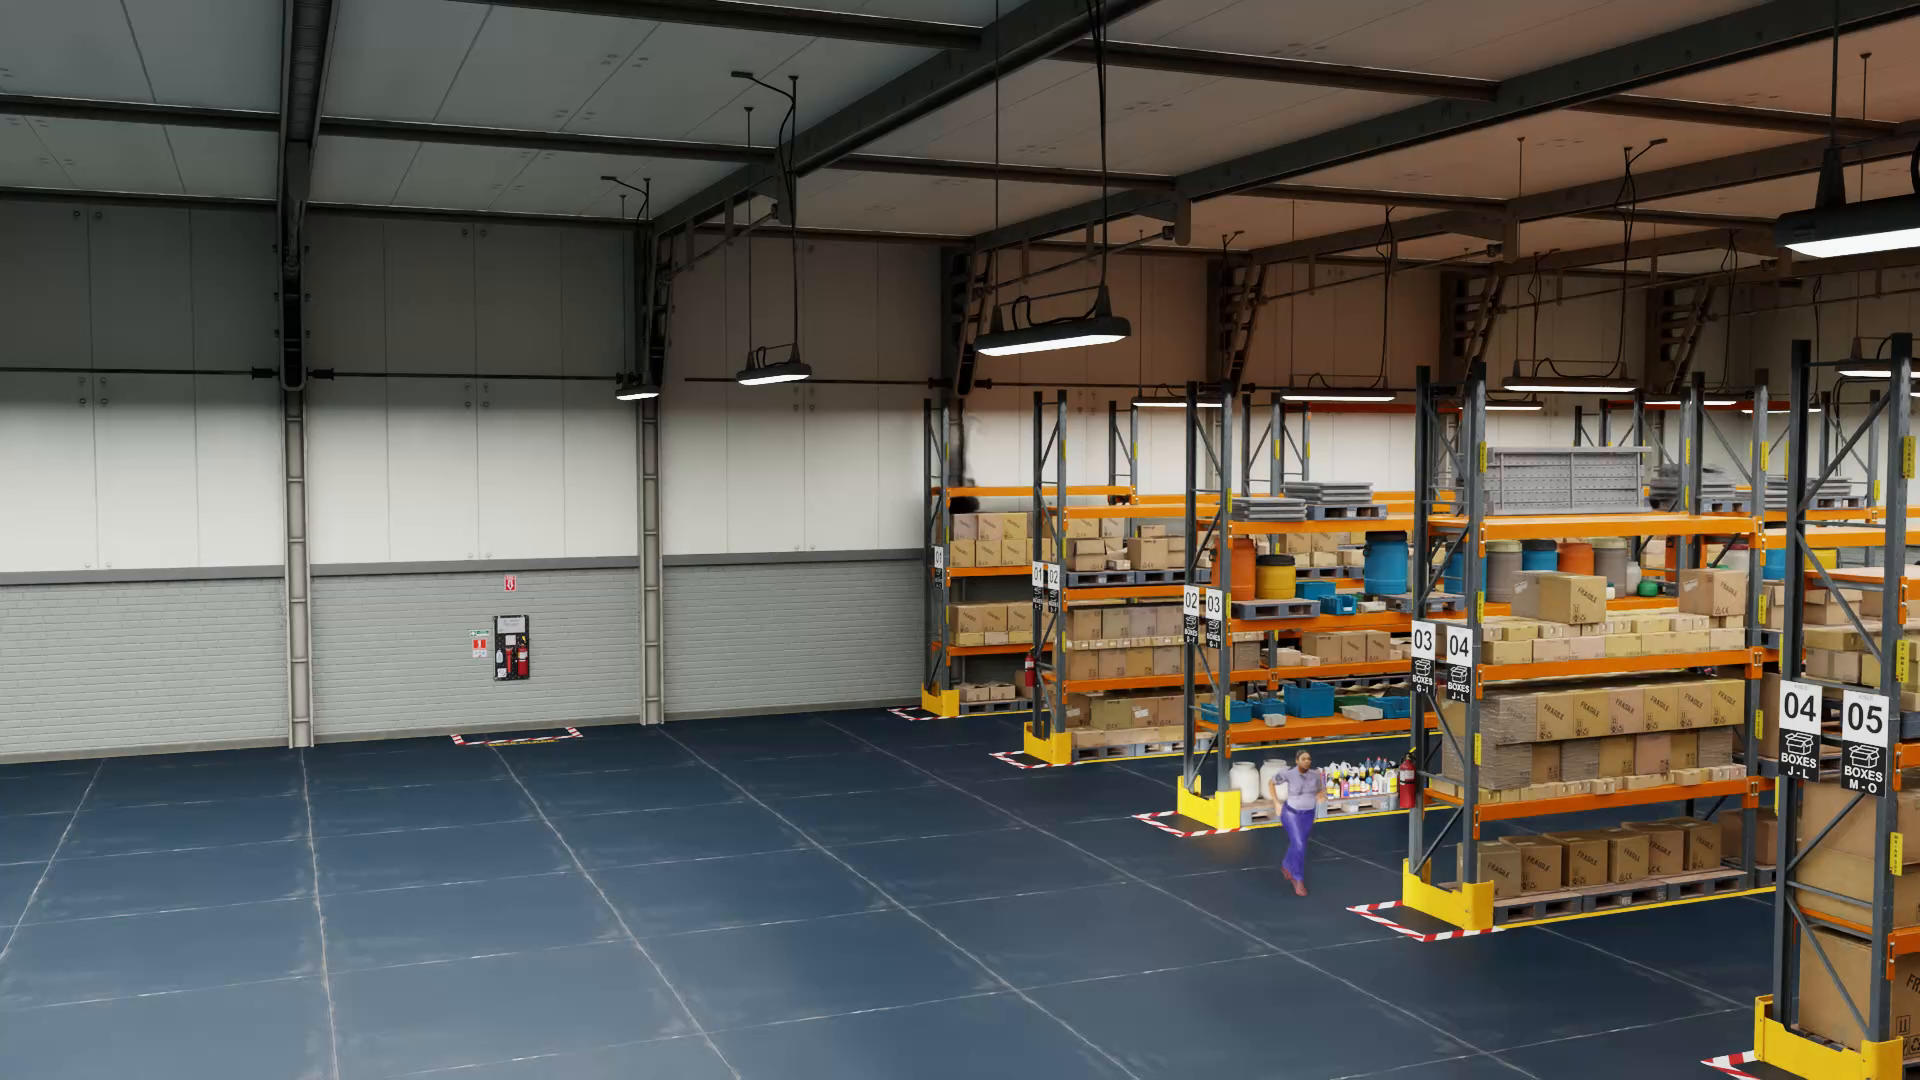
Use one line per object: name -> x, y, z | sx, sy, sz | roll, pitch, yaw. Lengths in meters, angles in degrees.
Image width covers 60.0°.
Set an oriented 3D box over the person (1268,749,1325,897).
person -> 3.906, 3.235, 19.218 | 0.584, 1.651, 0.835 | -1, 4, -19
